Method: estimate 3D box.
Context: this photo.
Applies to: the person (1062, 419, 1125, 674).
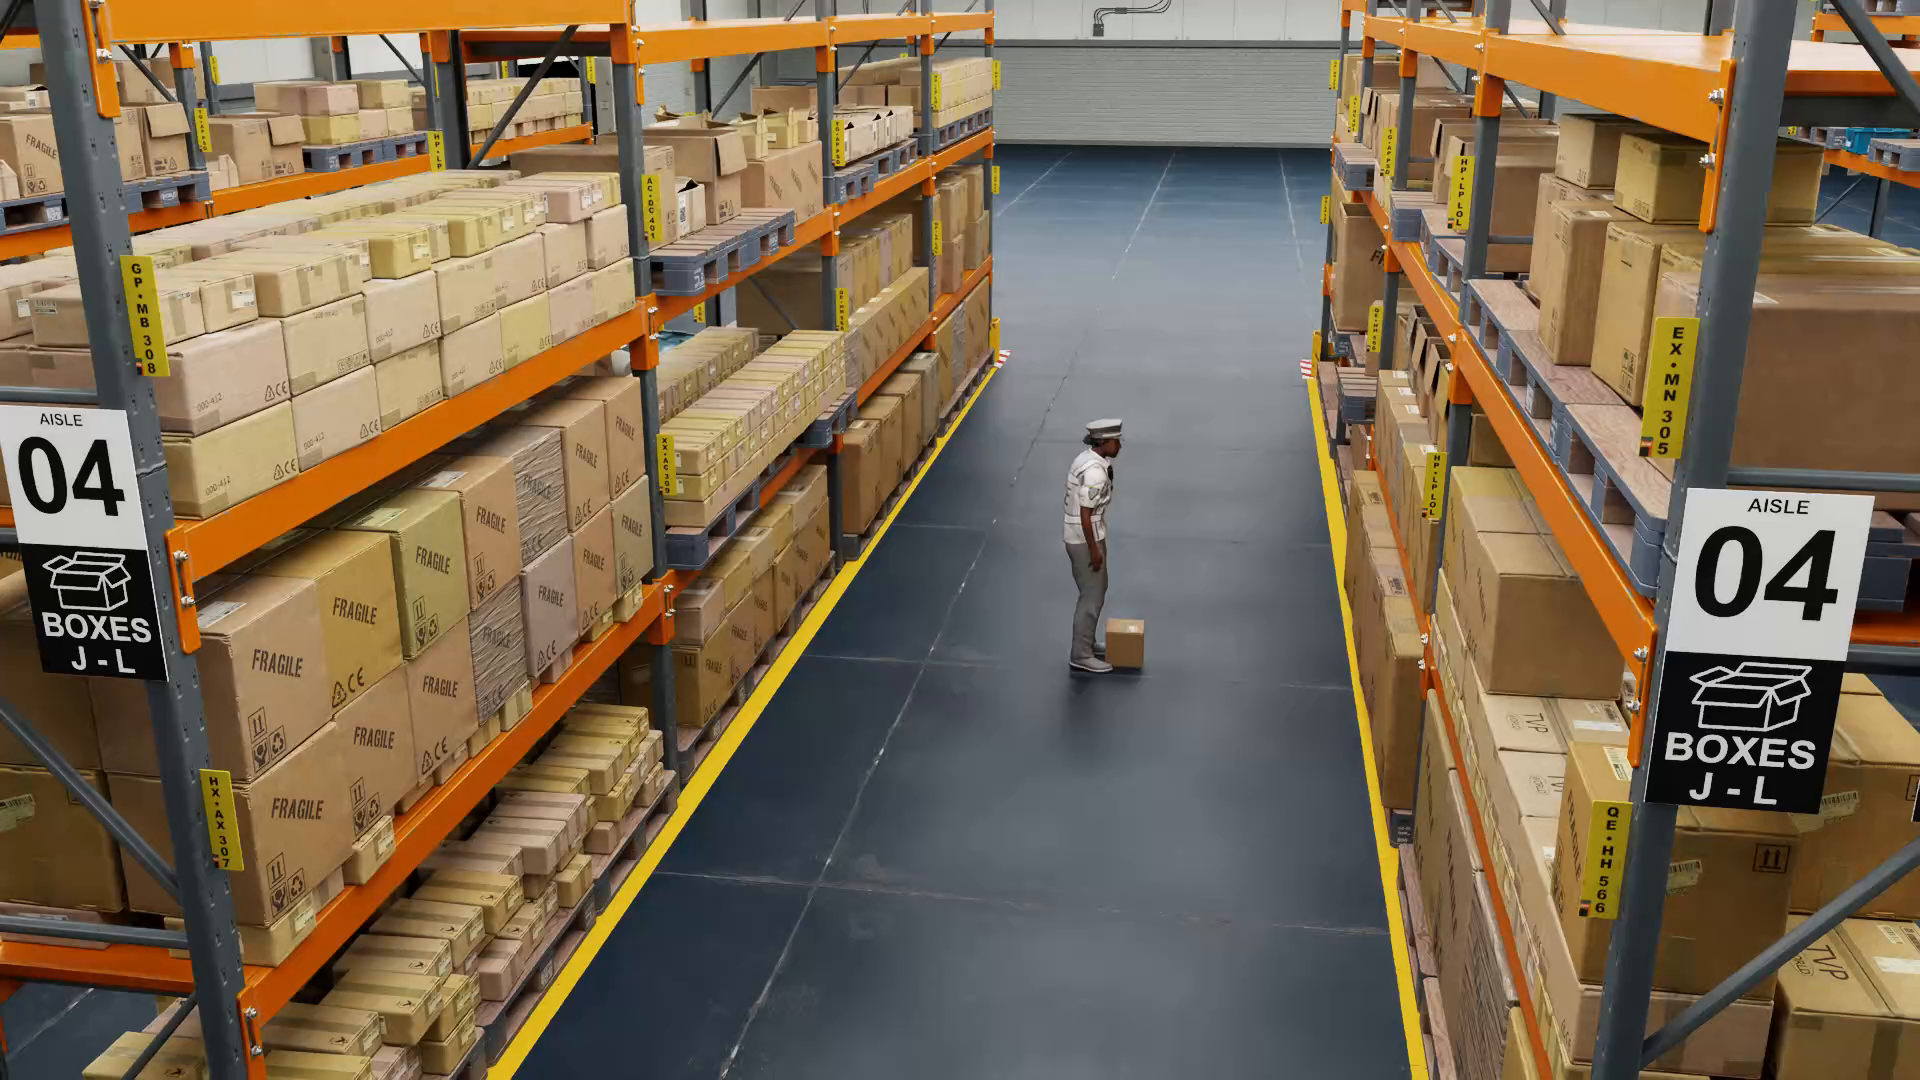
[{"bbox_3d":[0.873,0.016,11.006,0.397,1.659,0.528,2,18,5],"label":"person"}]
